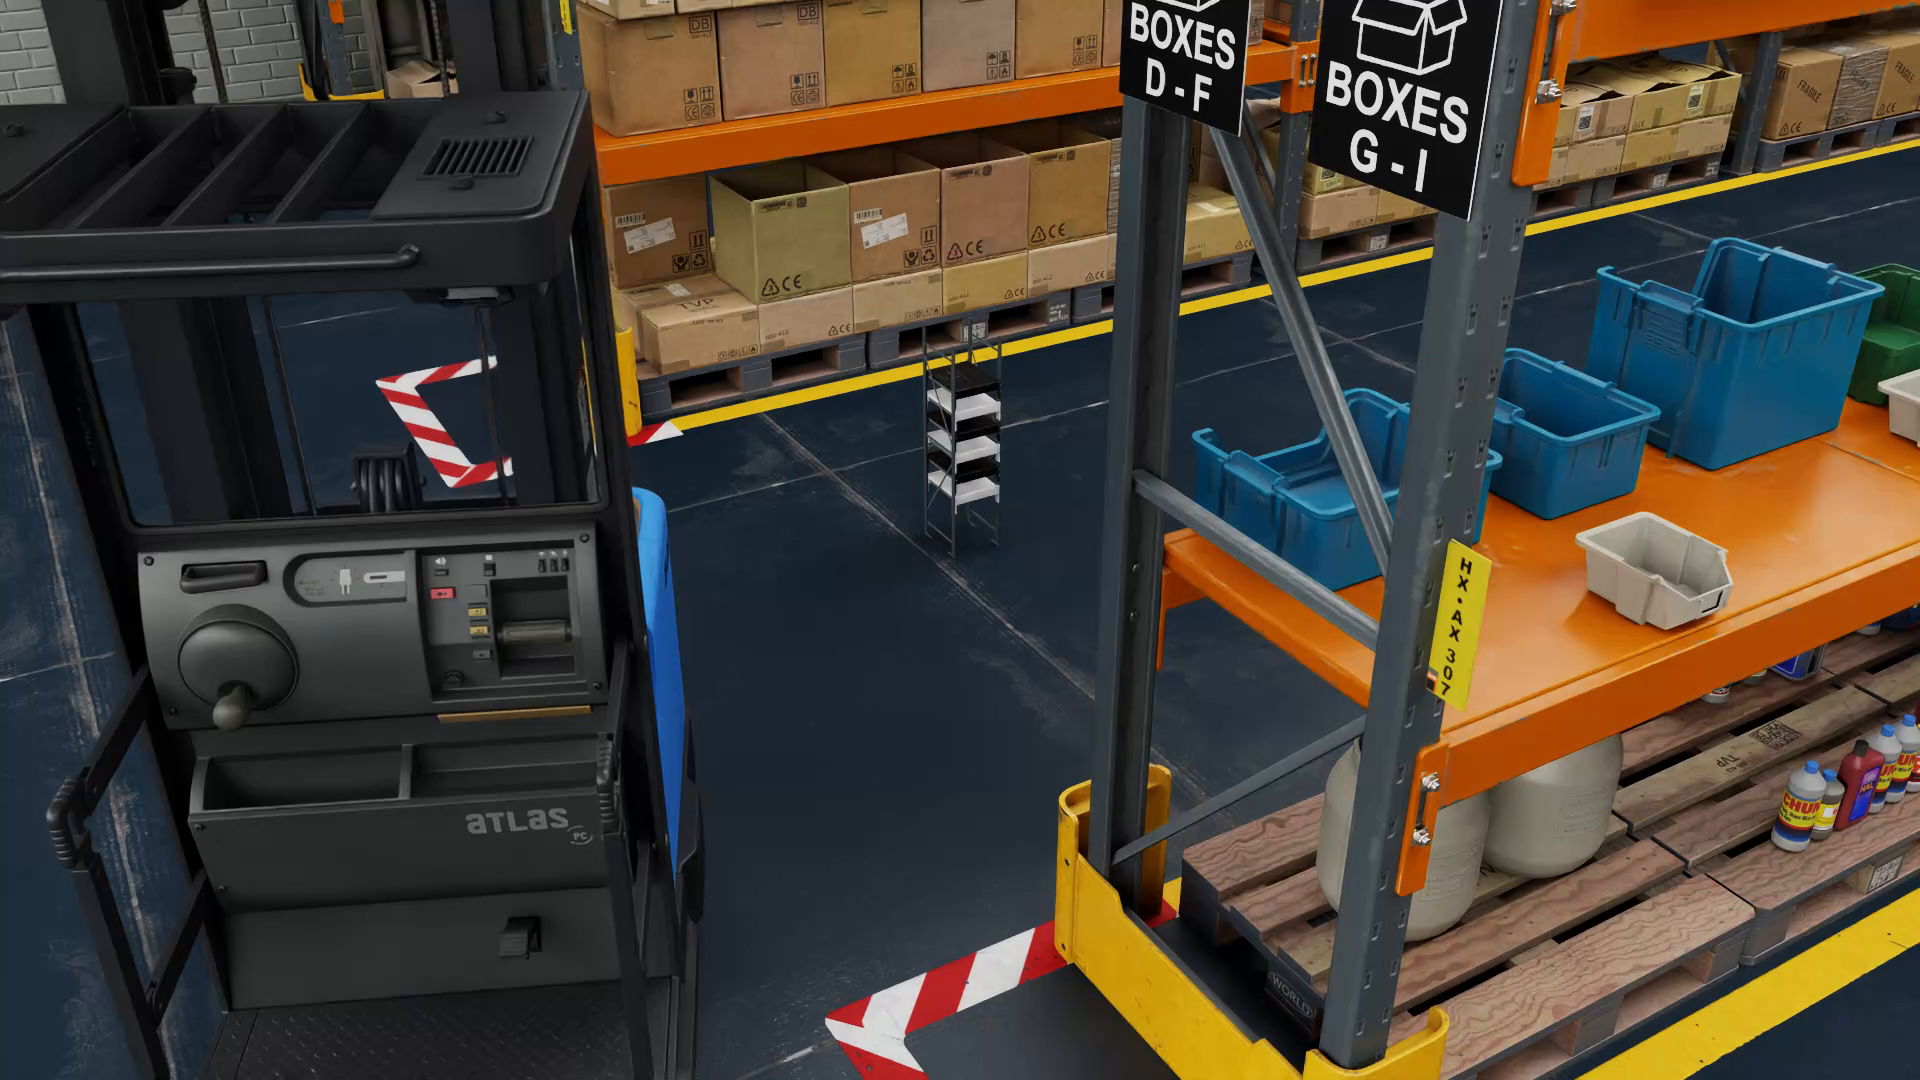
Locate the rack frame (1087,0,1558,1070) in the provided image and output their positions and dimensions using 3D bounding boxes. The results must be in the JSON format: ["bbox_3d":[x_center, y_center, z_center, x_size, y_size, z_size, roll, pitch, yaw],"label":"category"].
[{"bbox_3d":[0.643,0.051,3.553,0.127,3.000,1.000,-16,33,-26],"label":"rack frame"}]

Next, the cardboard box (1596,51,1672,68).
[{"bbox_3d":[4.434,-3.191,11.259,0.500,0.311,0.500,-15,32,-25],"label":"cardboard box"}]

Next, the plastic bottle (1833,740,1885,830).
[{"bbox_3d":[2.569,0.686,4.759,0.133,0.283,0.061,-15,32,-26],"label":"plastic bottle"}]

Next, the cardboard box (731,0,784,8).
[{"bbox_3d":[-0.973,-2.474,7.353,0.250,0.149,0.380,-16,33,-26],"label":"cardboard box"}]

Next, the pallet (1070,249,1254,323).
[{"bbox_3d":[0.879,-1.594,9.420,1.213,0.211,1.003,-16,33,-26],"label":"pallet"}]

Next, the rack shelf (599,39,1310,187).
[{"bbox_3d":[-0.139,-2.188,8.355,4.000,0.370,1.077,-16,33,-26],"label":"rack shelf"}]

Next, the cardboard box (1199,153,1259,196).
[{"bbox_3d":[1.796,-2.195,10.034,0.500,0.250,0.500,-16,33,-27],"label":"cardboard box"}]

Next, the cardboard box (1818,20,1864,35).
[{"bbox_3d":[6.168,-3.523,12.161,0.500,0.500,0.500,-17,33,-28],"label":"cardboard box"}]

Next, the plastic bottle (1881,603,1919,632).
[{"bbox_3d":[3.259,0.124,5.707,0.185,0.351,0.144,-16,33,-26],"label":"plastic bottle"}]

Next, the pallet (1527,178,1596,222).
[{"bbox_3d":[3.254,-2.269,10.643,1.213,0.211,1.003,-16,33,-26],"label":"pallet"}]

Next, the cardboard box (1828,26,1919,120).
[{"bbox_3d":[6.455,-3.313,11.781,0.500,0.500,0.500,-16,33,-27],"label":"cardboard box"}]

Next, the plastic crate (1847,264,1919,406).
[{"bbox_3d":[2.779,-0.621,4.989,0.662,0.188,0.450,-16,33,-26],"label":"plastic crate"}]

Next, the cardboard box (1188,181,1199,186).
[{"bbox_3d":[1.032,-1.985,9.654,0.500,0.250,0.500,-16,33,-26],"label":"cardboard box"}]

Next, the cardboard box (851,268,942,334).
[{"bbox_3d":[-0.427,-1.278,8.372,0.500,0.250,0.500,-16,33,-26],"label":"cardboard box"}]

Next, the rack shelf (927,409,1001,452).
[{"bbox_3d":[0.007,-0.446,6.509,0.200,0.077,0.258,-16,33,-26],"label":"rack shelf"}]

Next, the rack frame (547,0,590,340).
[{"bbox_3d":[-1.863,-2.013,7.294,0.127,3.000,1.000,-16,33,-26],"label":"rack frame"}]

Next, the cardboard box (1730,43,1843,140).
[{"bbox_3d":[5.572,-3.062,11.326,0.500,0.500,0.500,-14,32,-24],"label":"cardboard box"}]

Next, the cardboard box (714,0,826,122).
[{"bbox_3d":[-1.004,-2.297,7.703,0.500,0.500,0.700,-15,32,-25],"label":"cardboard box"}]

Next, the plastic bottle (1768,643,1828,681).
[{"bbox_3d":[2.753,0.302,5.461,0.135,0.276,0.152,-16,33,-26],"label":"plastic bottle"}]

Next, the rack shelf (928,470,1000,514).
[{"bbox_3d":[0.007,-0.209,6.639,0.200,0.077,0.258,-16,33,-26],"label":"rack shelf"}]

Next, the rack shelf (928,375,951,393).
[{"bbox_3d":[0.007,-0.616,6.415,0.184,0.015,0.199,-16,33,-26],"label":"rack shelf"}]

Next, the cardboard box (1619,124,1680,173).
[{"bbox_3d":[4.262,-2.594,10.756,0.500,0.250,0.500,-16,33,-27],"label":"cardboard box"}]

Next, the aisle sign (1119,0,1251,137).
[{"bbox_3d":[0.431,-1.193,3.117,0.004,0.787,0.394,-16,33,-26],"label":"aisle sign"}]

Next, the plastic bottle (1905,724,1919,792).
[{"bbox_3d":[2.832,0.637,4.932,0.097,0.201,0.097,0,29,0],"label":"plastic bottle"}]

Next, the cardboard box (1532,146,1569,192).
[{"bbox_3d":[3.385,-2.345,10.305,0.500,0.250,0.500,-15,32,-25],"label":"cardboard box"}]

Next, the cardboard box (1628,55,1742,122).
[{"bbox_3d":[4.708,-2.966,10.851,0.500,0.311,0.500,-15,32,-25],"label":"cardboard box"}]

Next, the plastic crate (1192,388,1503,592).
[{"bbox_3d":[0.923,-0.131,4.037,0.616,0.251,0.499,-16,33,-26],"label":"plastic crate"}]

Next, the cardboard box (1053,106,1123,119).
[{"bbox_3d":[0.600,-2.192,9.253,0.500,0.500,0.500,-16,33,-26],"label":"cardboard box"}]

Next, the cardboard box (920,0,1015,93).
[{"bbox_3d":[-0.121,-2.546,8.156,0.500,0.500,0.700,-15,32,-25],"label":"cardboard box"}]

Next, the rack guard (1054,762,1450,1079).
[{"bbox_3d":[0.685,1.107,4.226,0.348,0.500,1.175,-16,33,-26],"label":"rack guard"}]

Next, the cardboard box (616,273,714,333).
[{"bbox_3d":[-1.550,-1.248,8.317,0.500,0.250,0.500,-16,33,-26],"label":"cardboard box"}]

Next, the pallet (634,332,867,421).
[{"bbox_3d":[-1.225,-0.997,8.338,1.213,0.211,1.003,-16,33,-26],"label":"pallet"}]

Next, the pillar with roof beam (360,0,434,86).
[{"bbox_3d":[-2.029,-5.441,7.296,0.400,9.000,9.100,-16,33,-26],"label":"pillar with roof beam"}]

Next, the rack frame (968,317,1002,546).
[{"bbox_3d":[0.095,-0.421,6.581,0.006,0.900,0.240,-16,33,-26],"label":"rack frame"}]

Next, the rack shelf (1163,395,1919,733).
[{"bbox_3d":[2.368,-0.209,4.567,3.809,0.124,0.919,-16,33,-26],"label":"rack shelf"}]

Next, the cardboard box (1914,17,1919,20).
[{"bbox_3d":[7.340,-3.569,12.244,0.500,0.500,0.500,-15,32,-26],"label":"cardboard box"}]

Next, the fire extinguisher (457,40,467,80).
[{"bbox_3d":[-2.200,-2.144,7.611,0.183,0.674,0.296,-16,33,-26],"label":"fire extinguisher"}]

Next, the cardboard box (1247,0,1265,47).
[{"bbox_3d":[1.206,-2.925,8.842,0.500,0.500,0.700,-17,33,-28],"label":"cardboard box"}]

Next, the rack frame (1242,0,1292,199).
[{"bbox_3d":[1.584,-2.994,9.070,0.053,2.616,0.949,-16,33,-26],"label":"rack frame"}]

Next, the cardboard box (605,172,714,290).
[{"bbox_3d":[-1.551,-1.577,8.138,0.500,0.500,0.500,-16,33,-26],"label":"cardboard box"}]

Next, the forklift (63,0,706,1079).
[{"bbox_3d":[-1.212,0.177,3.395,1.130,2.935,3.031,-3,29,-6],"label":"forklift"}]

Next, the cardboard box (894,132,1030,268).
[{"bbox_3d":[0.007,-1.726,8.409,0.500,0.500,0.500,-16,33,-26],"label":"cardboard box"}]

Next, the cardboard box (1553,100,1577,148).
[{"bbox_3d":[3.393,-2.592,10.173,0.500,0.311,0.500,-15,32,-25],"label":"cardboard box"}]
